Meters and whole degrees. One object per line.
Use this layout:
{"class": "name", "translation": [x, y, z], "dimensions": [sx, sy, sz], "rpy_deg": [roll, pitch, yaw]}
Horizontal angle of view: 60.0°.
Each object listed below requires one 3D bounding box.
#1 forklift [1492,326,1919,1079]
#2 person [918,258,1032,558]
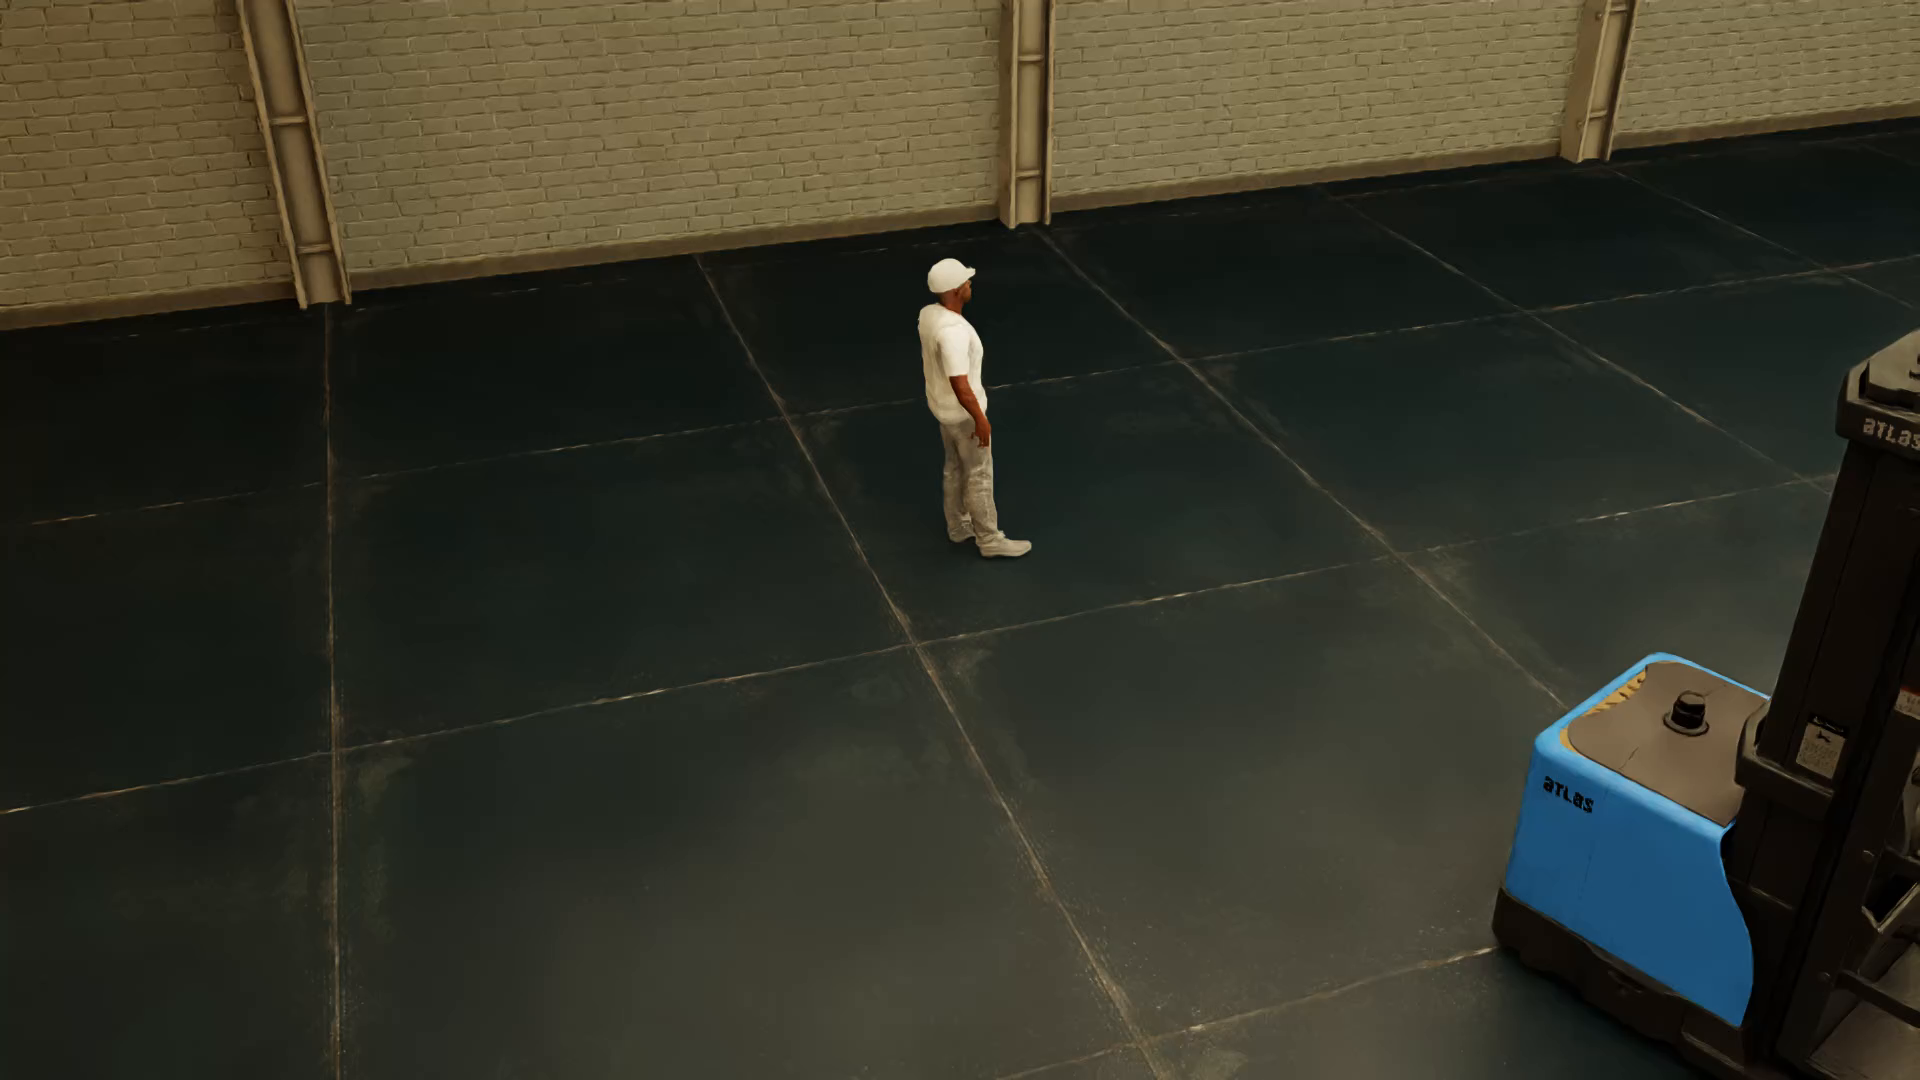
{"class": "forklift", "translation": [3.600, 0.826, 5.651], "dimensions": [1.130, 2.935, 3.031], "rpy_deg": [-24, 38, -35]}
{"class": "person", "translation": [0.068, -0.780, 9.597], "dimensions": [0.576, 1.766, 0.665], "rpy_deg": [-10, 31, -16]}
